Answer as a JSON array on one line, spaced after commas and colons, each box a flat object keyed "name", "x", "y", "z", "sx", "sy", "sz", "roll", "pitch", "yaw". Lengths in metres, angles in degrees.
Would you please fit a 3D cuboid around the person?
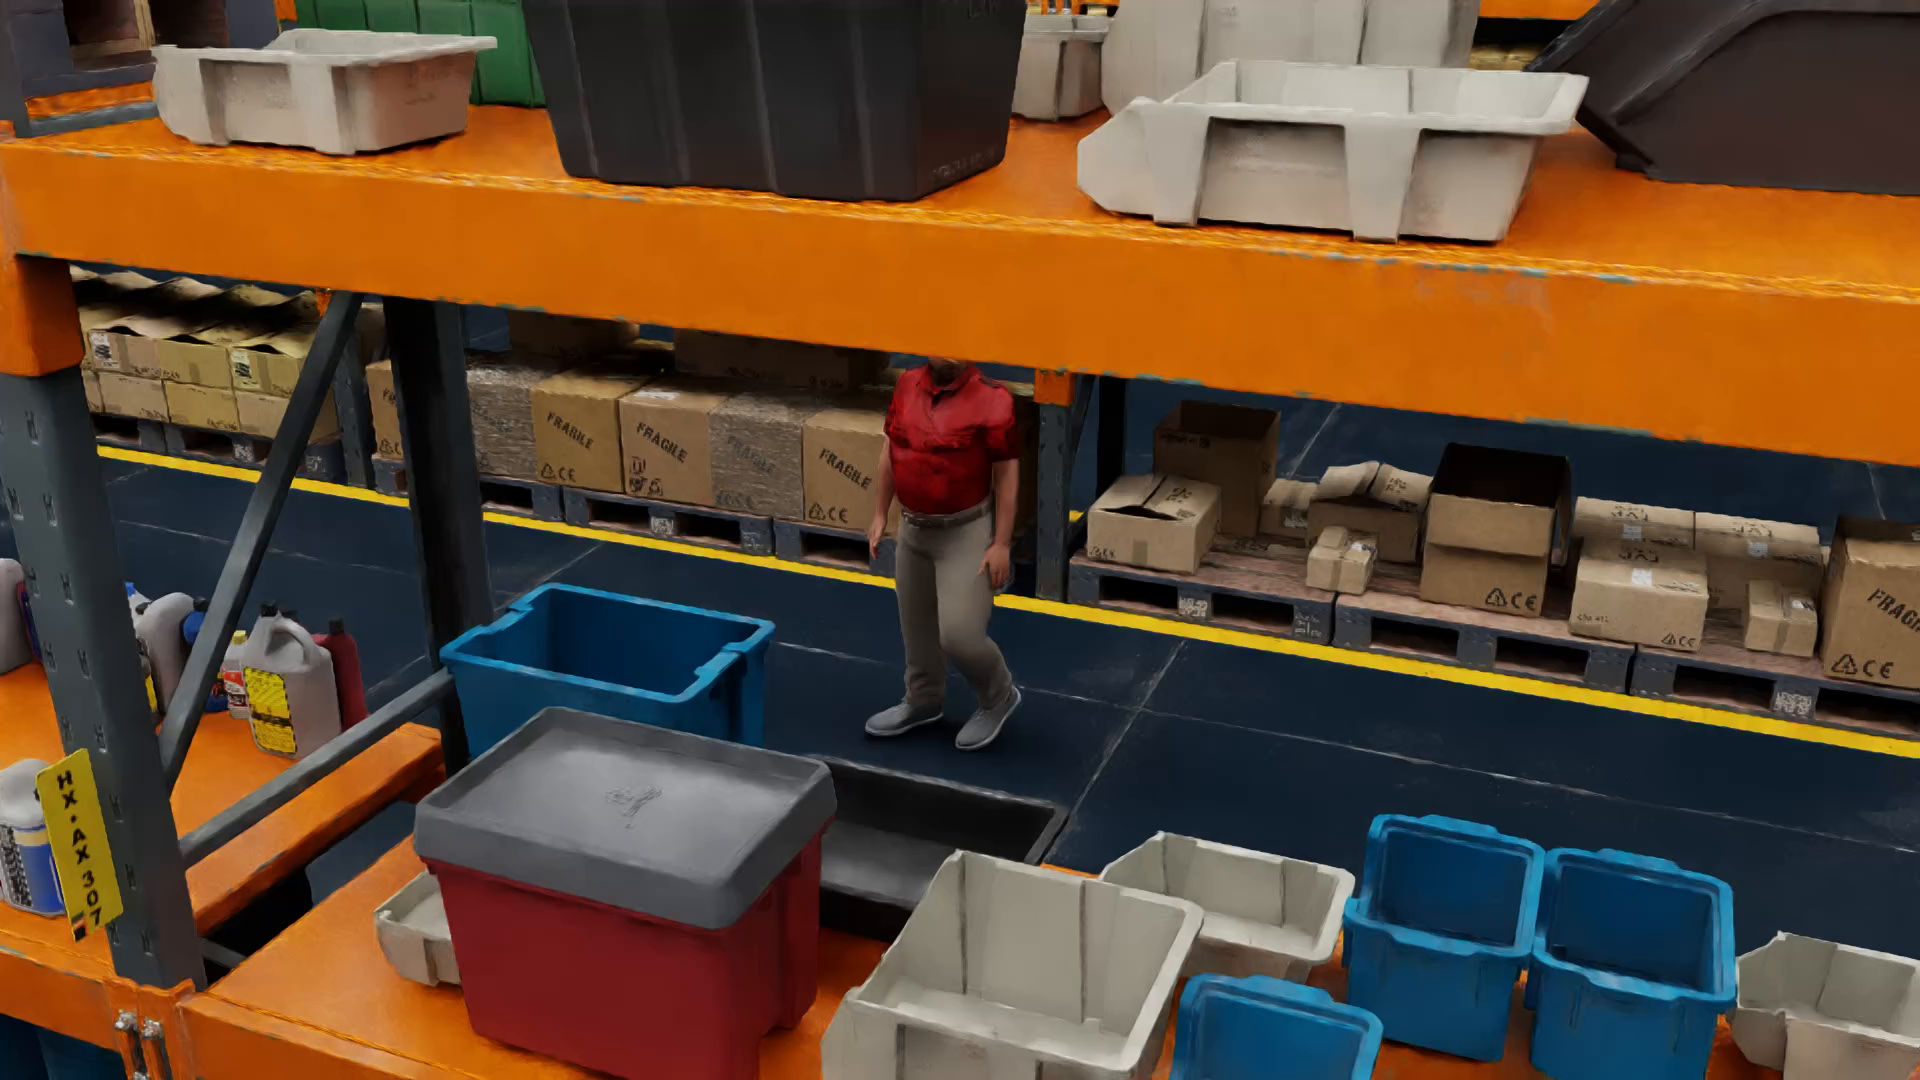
[{"name": "person", "x": -0.052, "y": -0.032, "z": 6.157, "sx": 0.597, "sy": 1.724, "sz": 0.422, "roll": 19, "pitch": 29, "yaw": 39}]
